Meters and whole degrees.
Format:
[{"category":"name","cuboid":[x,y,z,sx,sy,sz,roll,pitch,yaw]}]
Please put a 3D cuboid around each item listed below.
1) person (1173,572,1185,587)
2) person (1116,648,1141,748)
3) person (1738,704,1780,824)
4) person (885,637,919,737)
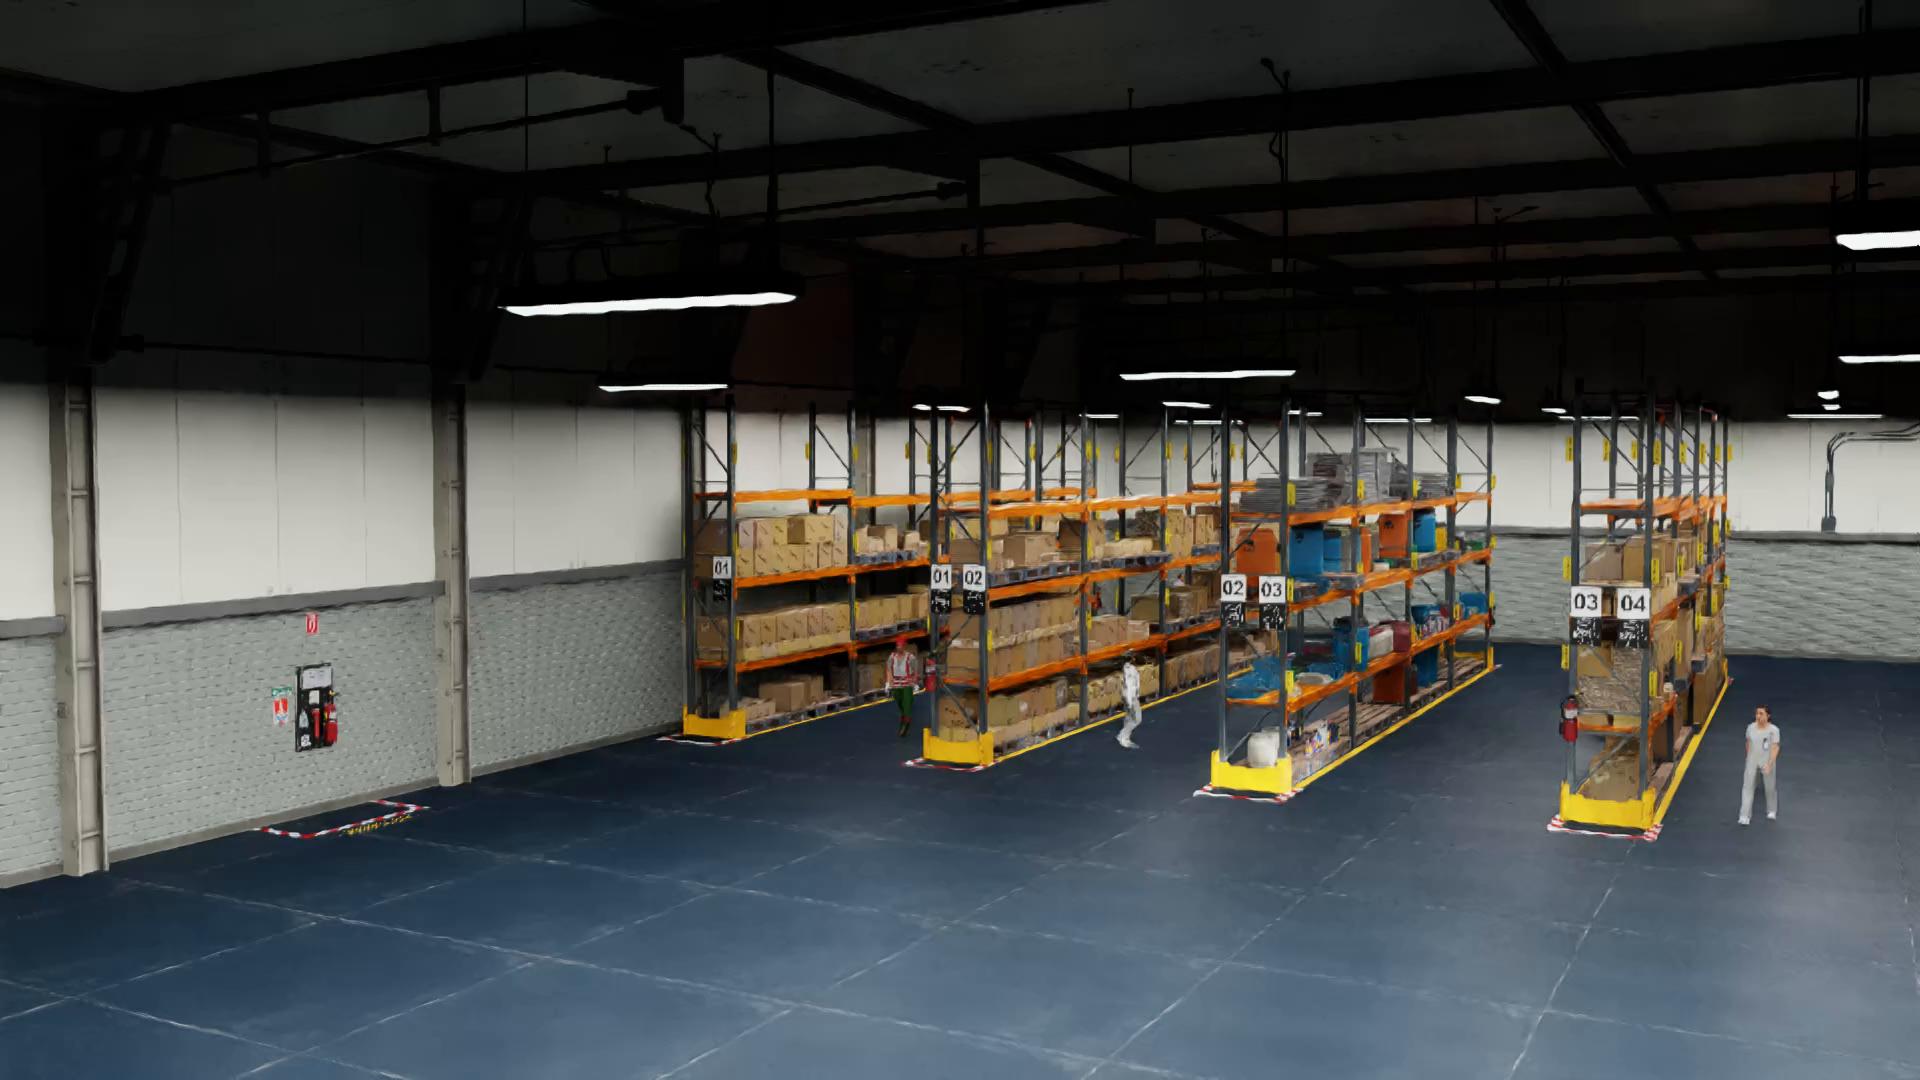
[{"category":"person","cuboid":[6.280,1.707,46.918,0.734,1.640,0.563,-1,3,-24]},{"category":"person","cuboid":[2.849,2.682,28.152,0.414,1.675,0.516,0,3,0]},{"category":"person","cuboid":[10.808,3.004,22.412,0.445,1.605,1.017,2,4,37]},{"category":"person","cuboid":[-1.044,2.576,29.441,0.528,1.727,1.028,1,3,20]}]
